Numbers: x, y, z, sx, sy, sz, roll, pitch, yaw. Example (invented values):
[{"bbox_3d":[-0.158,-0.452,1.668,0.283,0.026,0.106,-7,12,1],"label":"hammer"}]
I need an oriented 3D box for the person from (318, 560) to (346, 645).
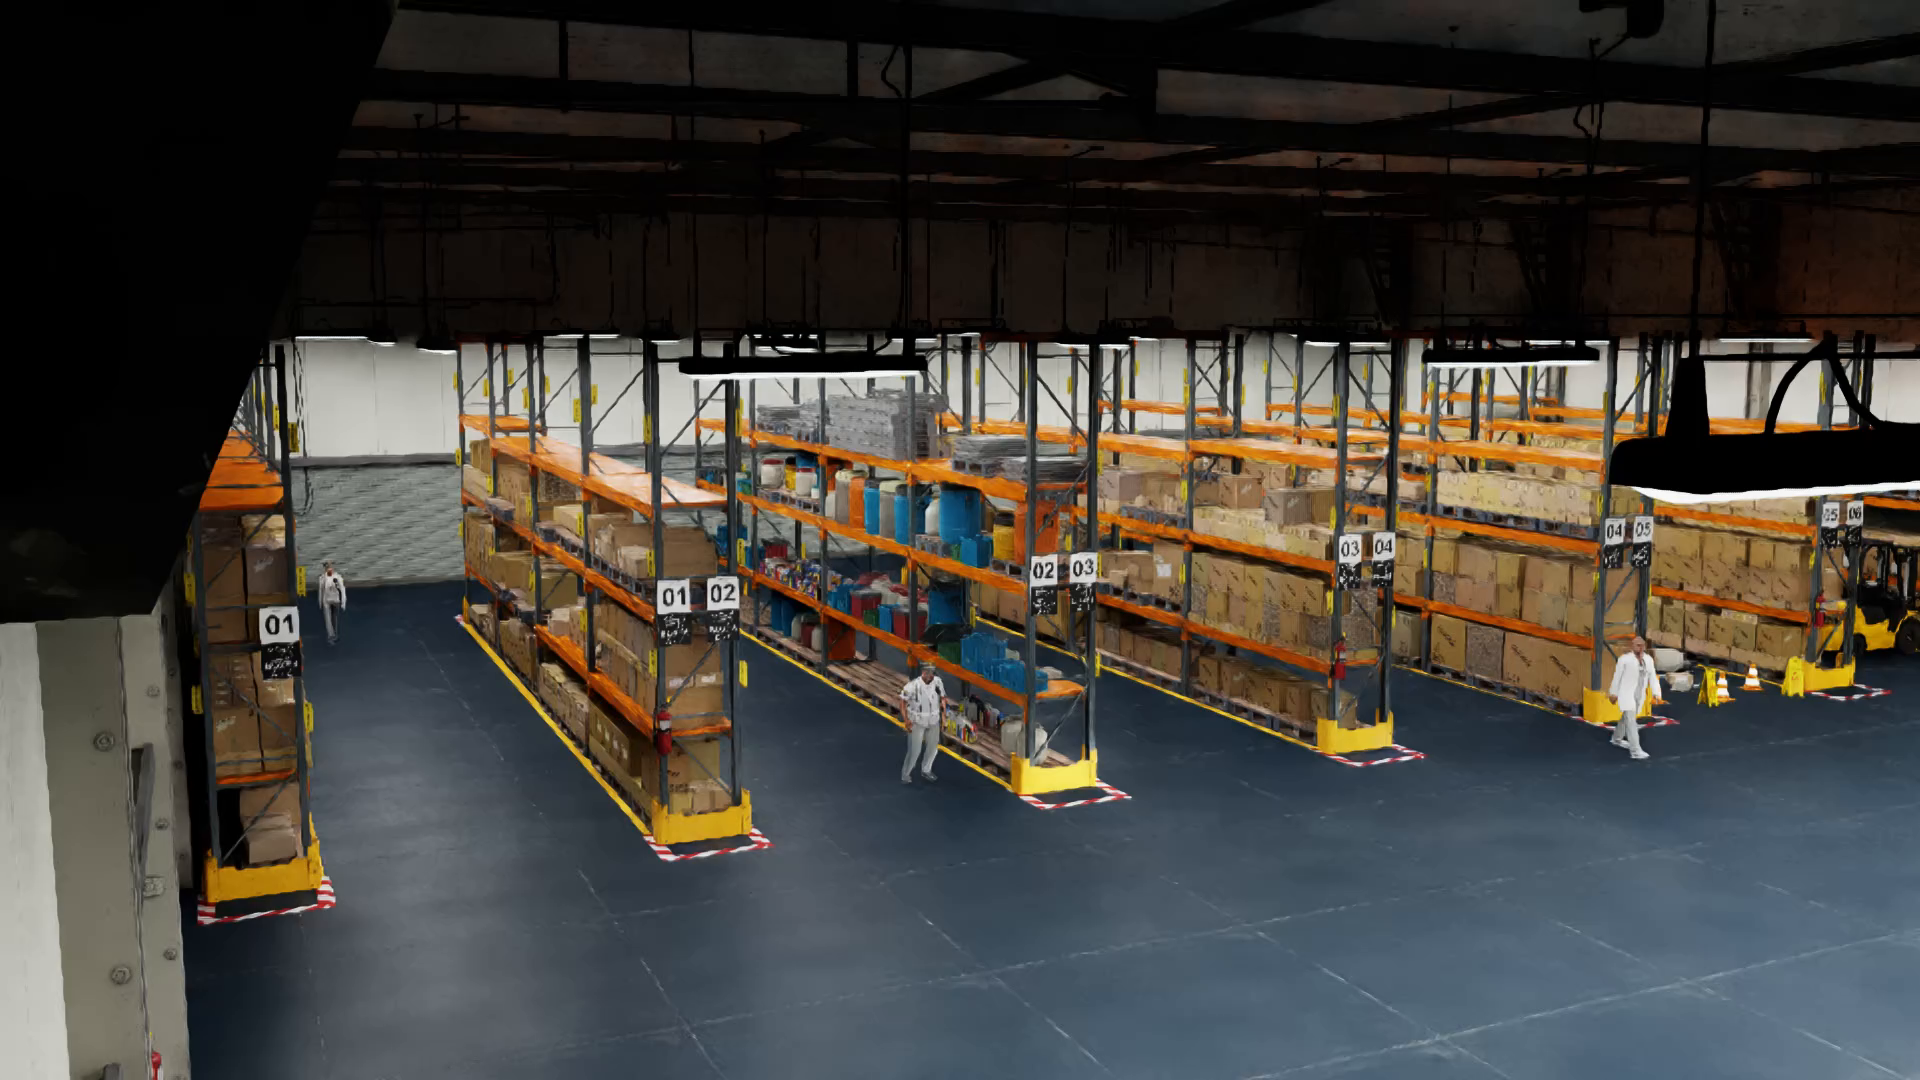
[{"bbox_3d":[-12.169,1.183,32.256,0.502,1.612,0.980,-4,9,-25],"label":"person"}]

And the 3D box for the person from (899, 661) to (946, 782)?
[{"bbox_3d":[-0.510,2.451,22.623,0.666,1.708,0.542,-4,9,-26],"label":"person"}]

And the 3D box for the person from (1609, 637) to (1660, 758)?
[{"bbox_3d":[9.750,2.239,24.003,0.573,1.716,1.102,-2,8,-16],"label":"person"}]
